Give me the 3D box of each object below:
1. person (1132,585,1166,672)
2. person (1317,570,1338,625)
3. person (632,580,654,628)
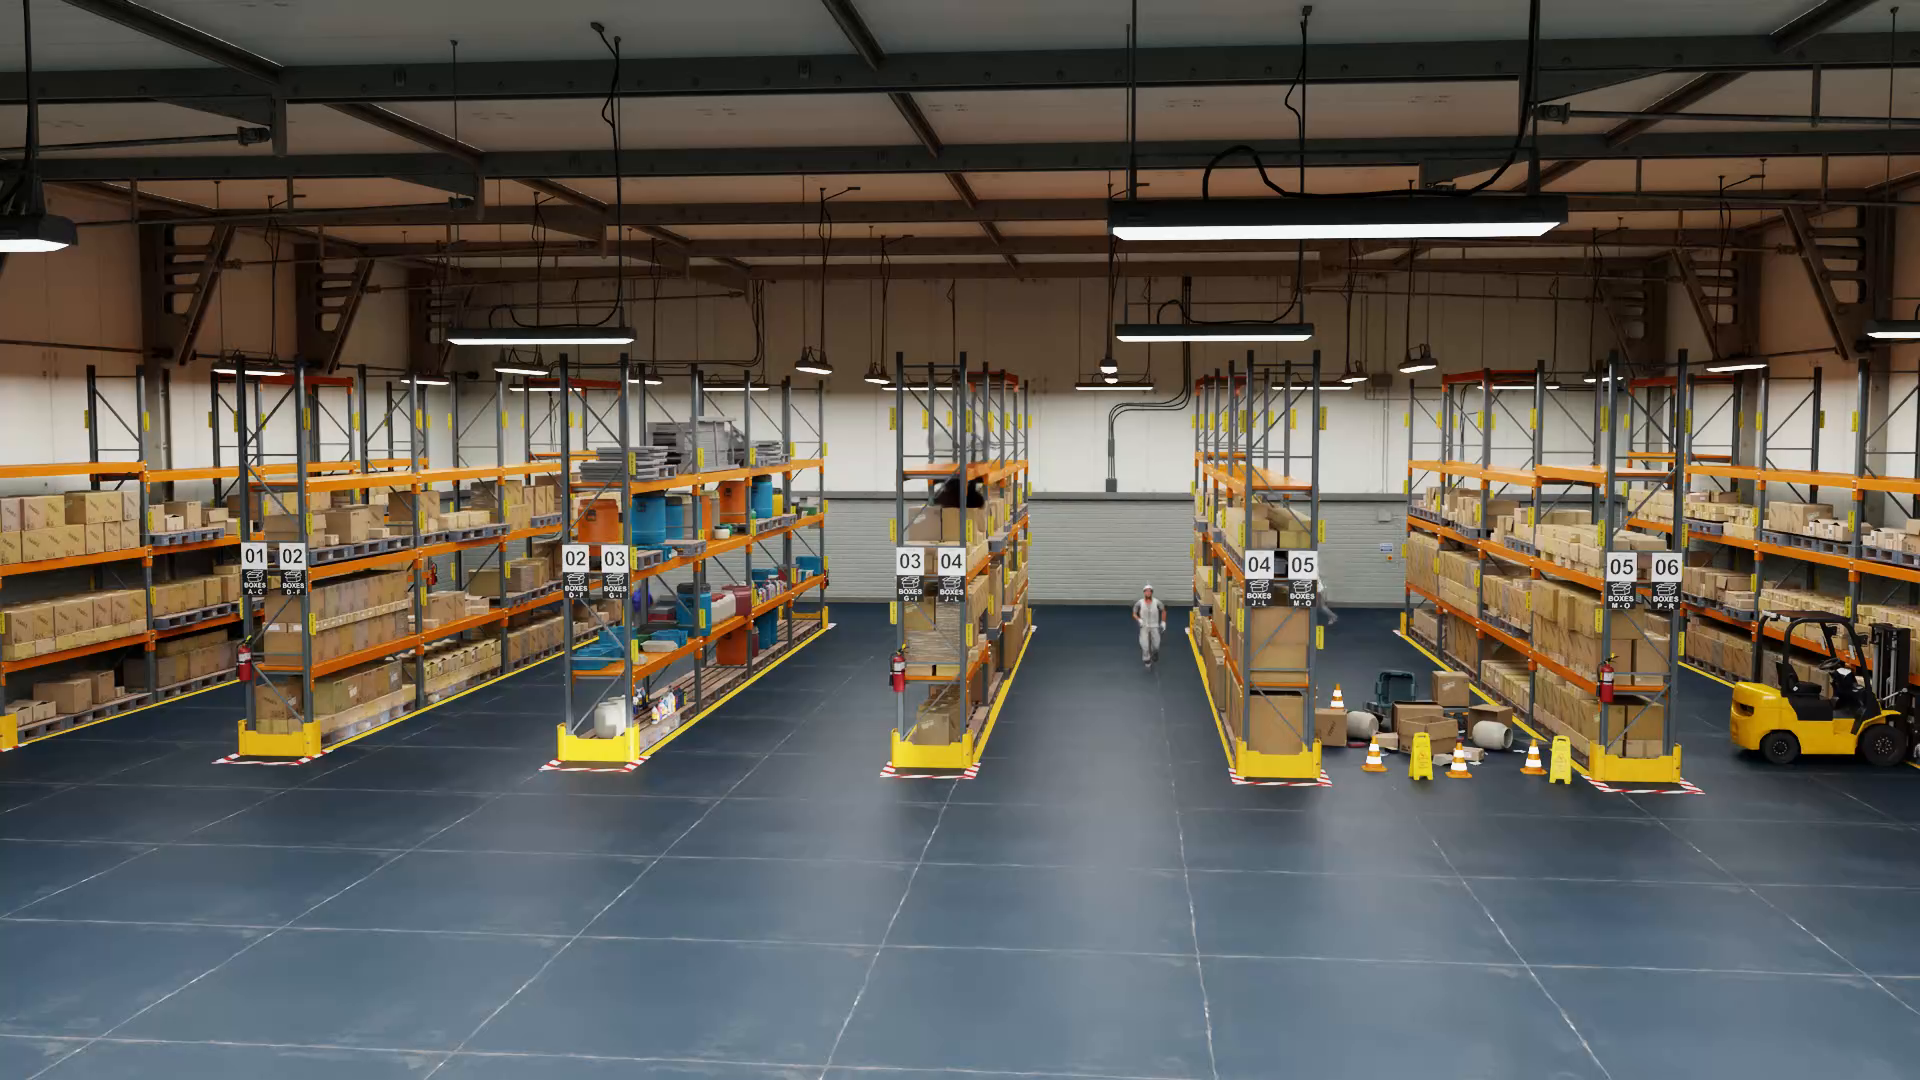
[{"bbox_3d":[3.804,1.771,33.385,0.684,1.728,0.601,0,4,1],"label":"person"},{"bbox_3d":[8.709,1.293,40.365,0.952,1.786,0.678,0,4,4],"label":"person"},{"bbox_3d":[-6.882,1.658,35.820,0.558,1.608,0.589,-1,4,-7],"label":"person"}]
